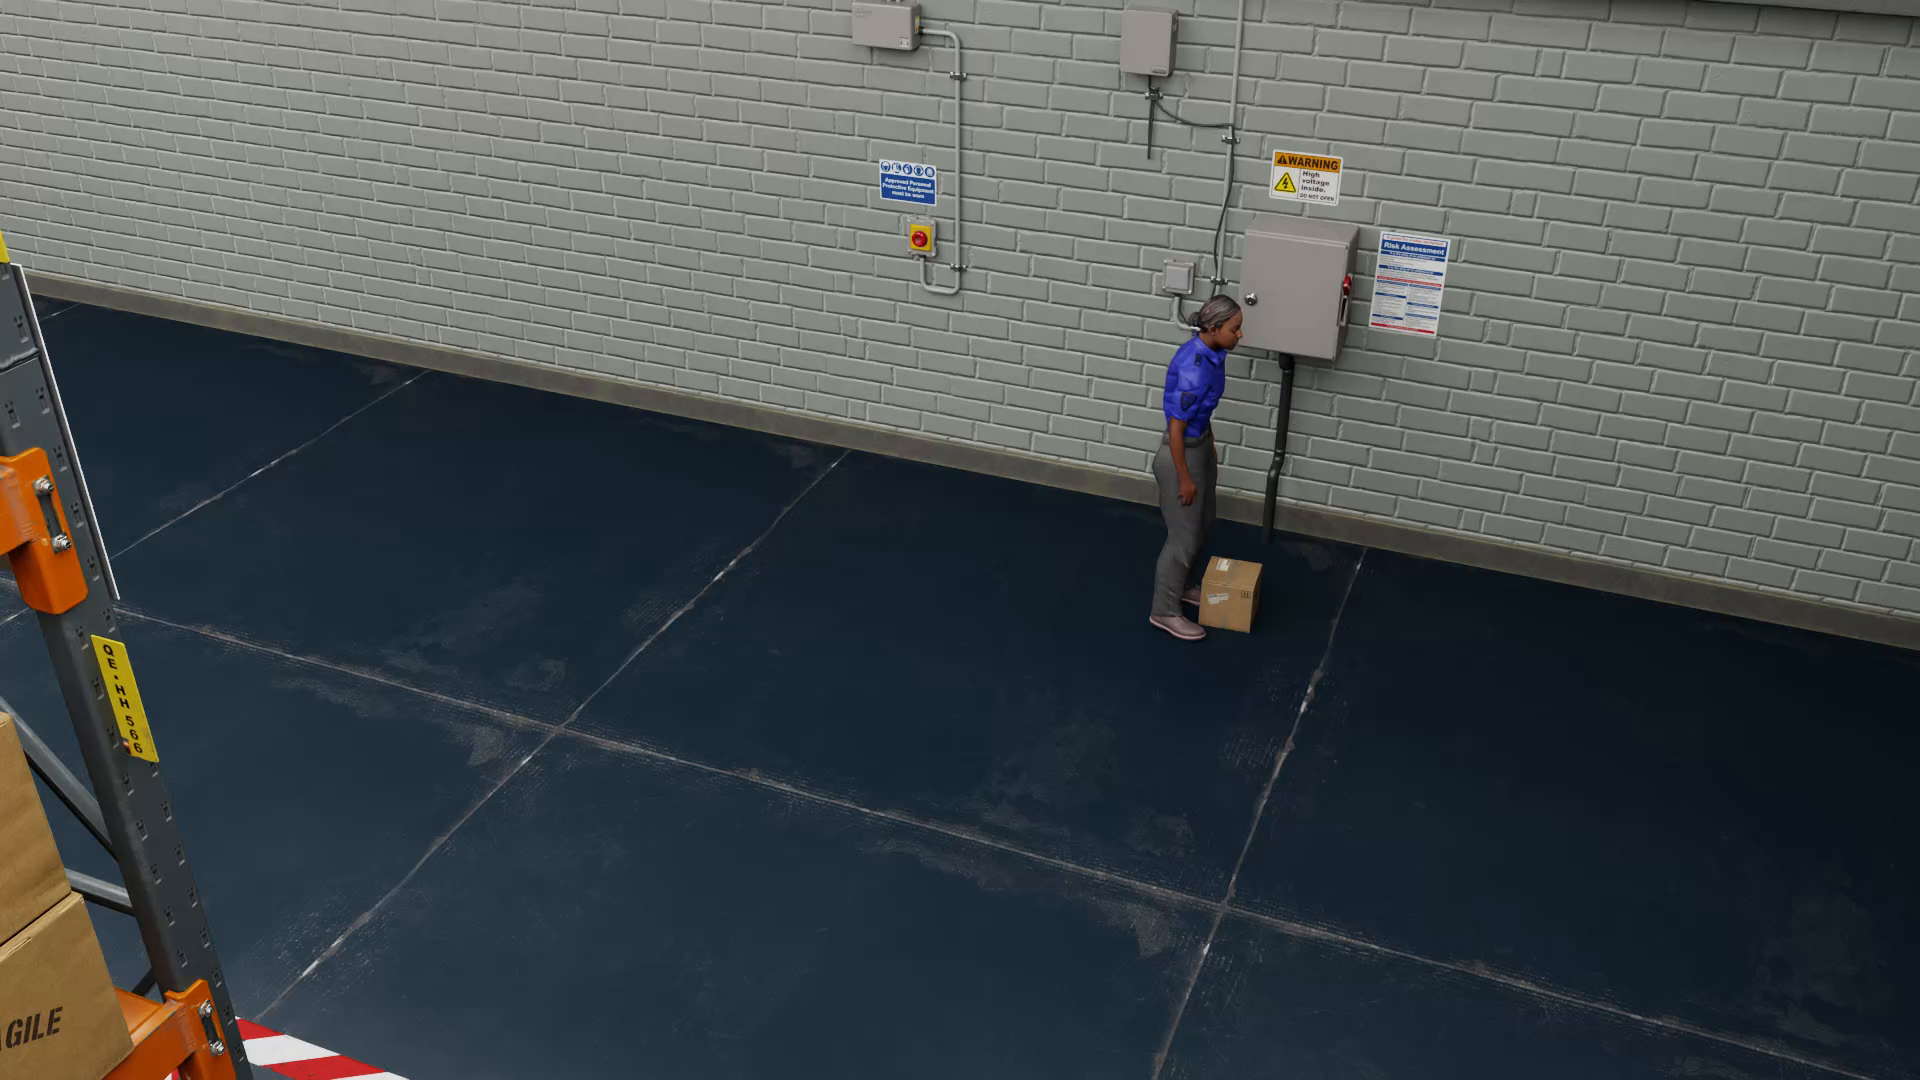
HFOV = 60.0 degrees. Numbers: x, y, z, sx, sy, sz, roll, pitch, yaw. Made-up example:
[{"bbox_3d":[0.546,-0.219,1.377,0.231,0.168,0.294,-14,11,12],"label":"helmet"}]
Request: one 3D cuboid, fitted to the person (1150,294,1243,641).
[{"bbox_3d":[1.090,-0.366,7.772,0.349,1.655,0.510,11,32,19],"label":"person"}]
